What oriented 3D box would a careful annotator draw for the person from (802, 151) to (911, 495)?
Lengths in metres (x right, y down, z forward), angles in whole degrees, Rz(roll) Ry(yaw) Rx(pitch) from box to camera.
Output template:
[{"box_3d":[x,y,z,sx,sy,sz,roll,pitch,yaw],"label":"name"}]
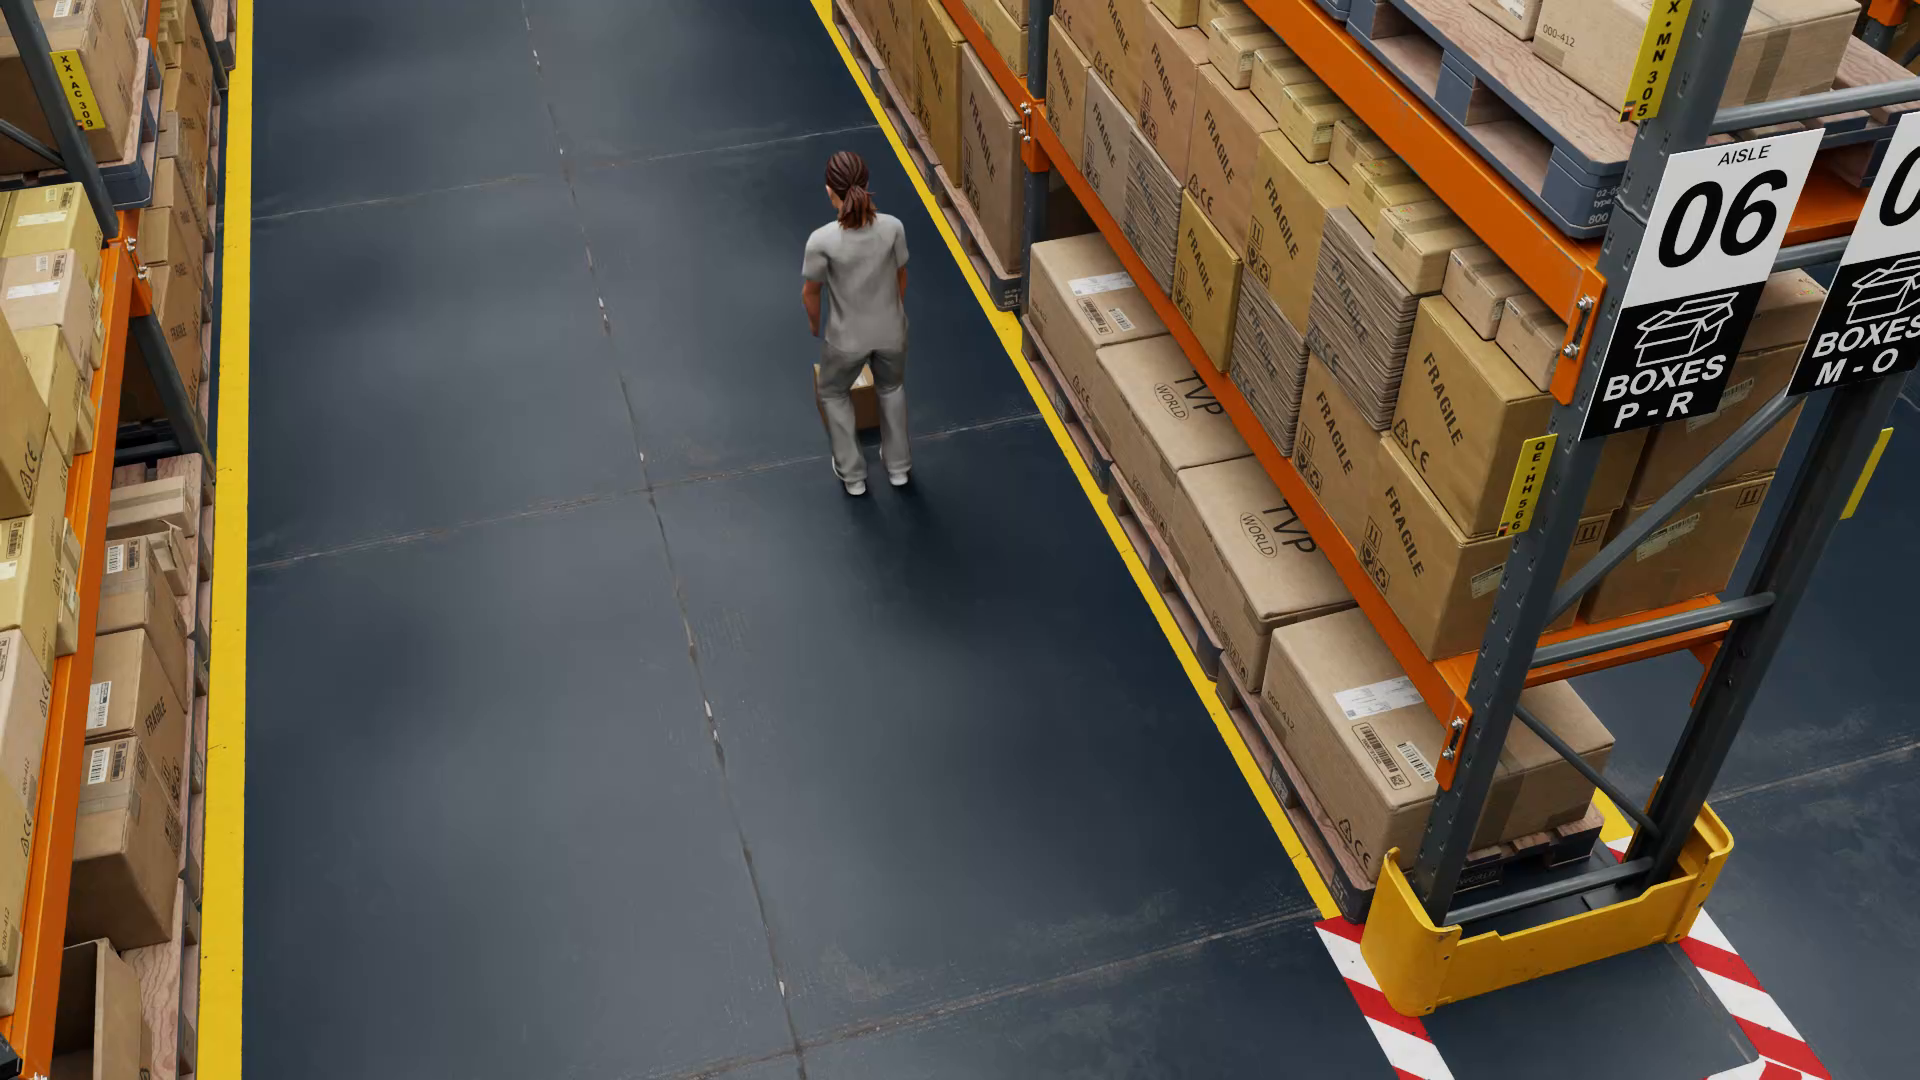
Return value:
[{"box_3d":[-0.440,-0.906,7.197,0.461,1.629,0.387,-11,44,-12],"label":"person"}]
